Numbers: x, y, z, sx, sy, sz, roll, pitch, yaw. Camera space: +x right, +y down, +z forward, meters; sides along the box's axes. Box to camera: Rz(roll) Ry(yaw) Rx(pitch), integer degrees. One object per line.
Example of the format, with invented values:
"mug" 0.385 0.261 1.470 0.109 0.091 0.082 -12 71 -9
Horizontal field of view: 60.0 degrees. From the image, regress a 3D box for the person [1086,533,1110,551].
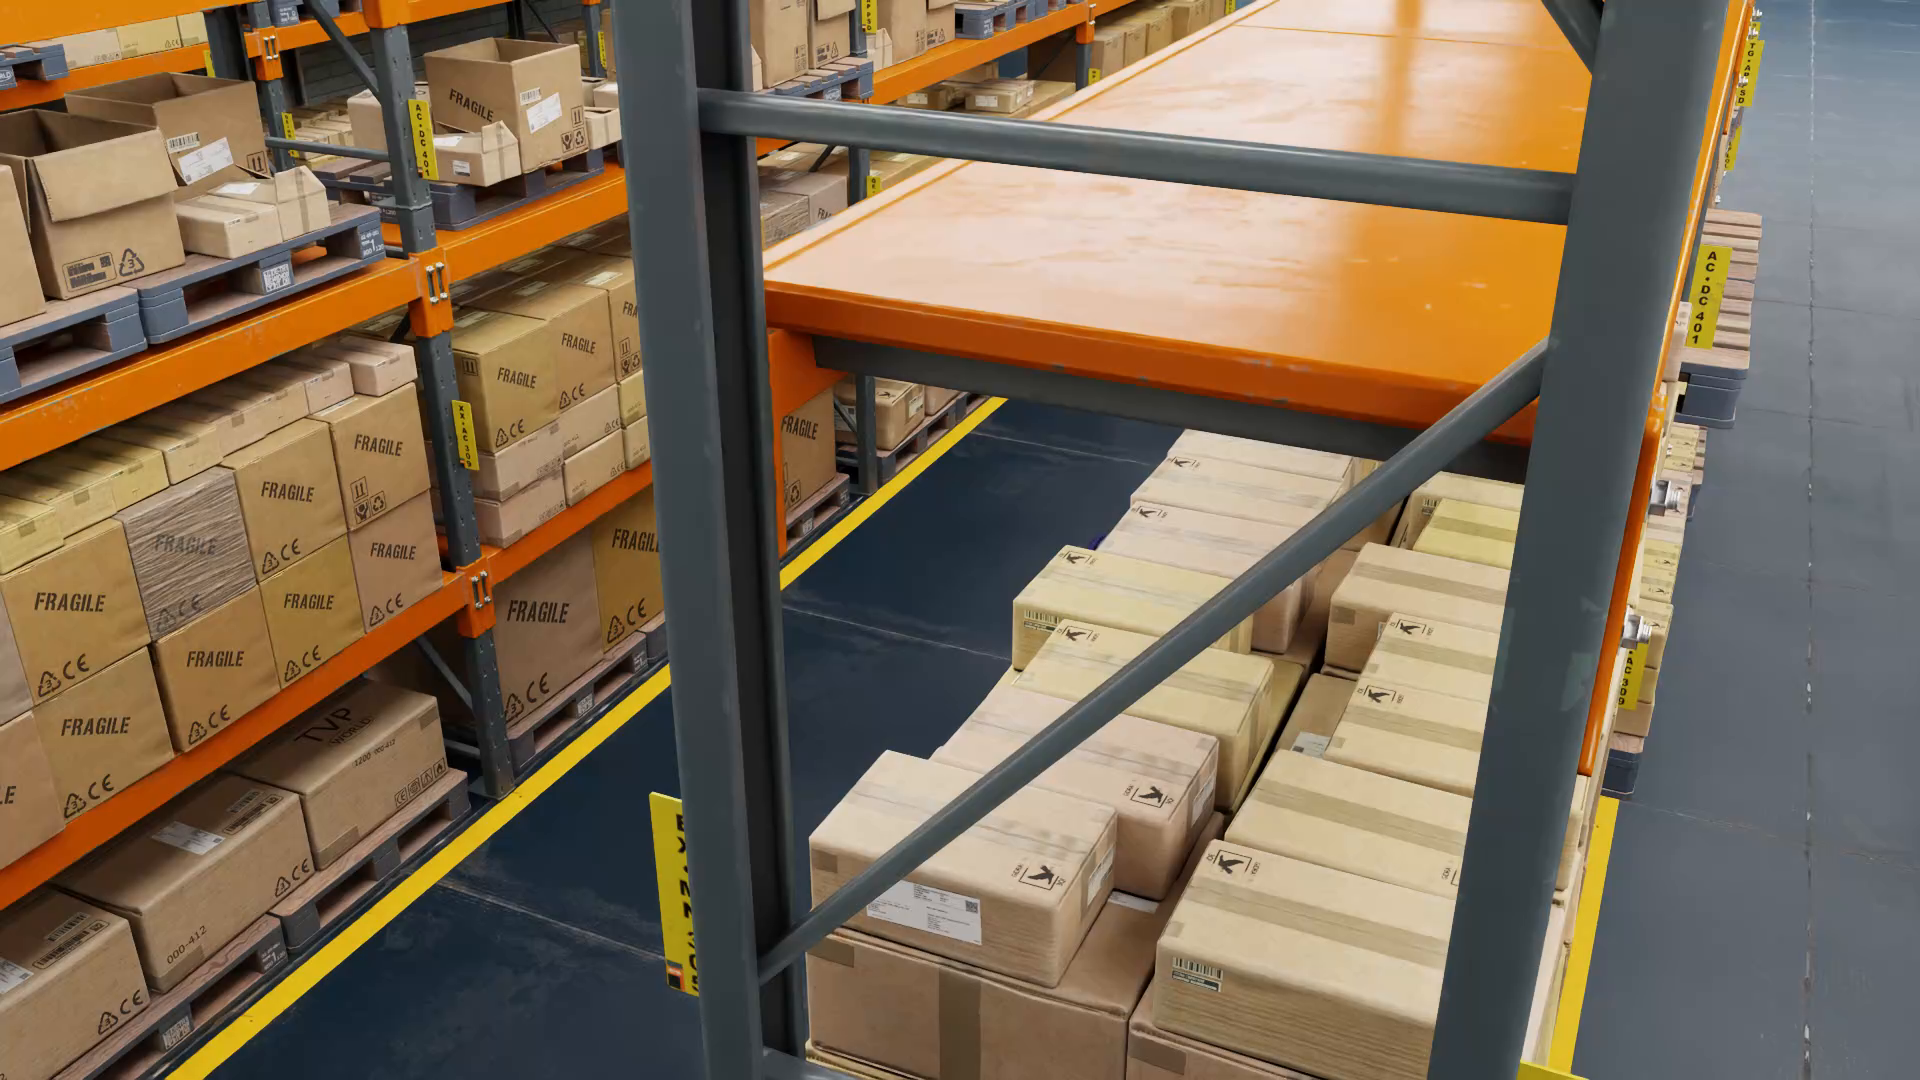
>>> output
"person" 0.967 0.329 8.761 0.765 1.394 0.451 11 28 21
